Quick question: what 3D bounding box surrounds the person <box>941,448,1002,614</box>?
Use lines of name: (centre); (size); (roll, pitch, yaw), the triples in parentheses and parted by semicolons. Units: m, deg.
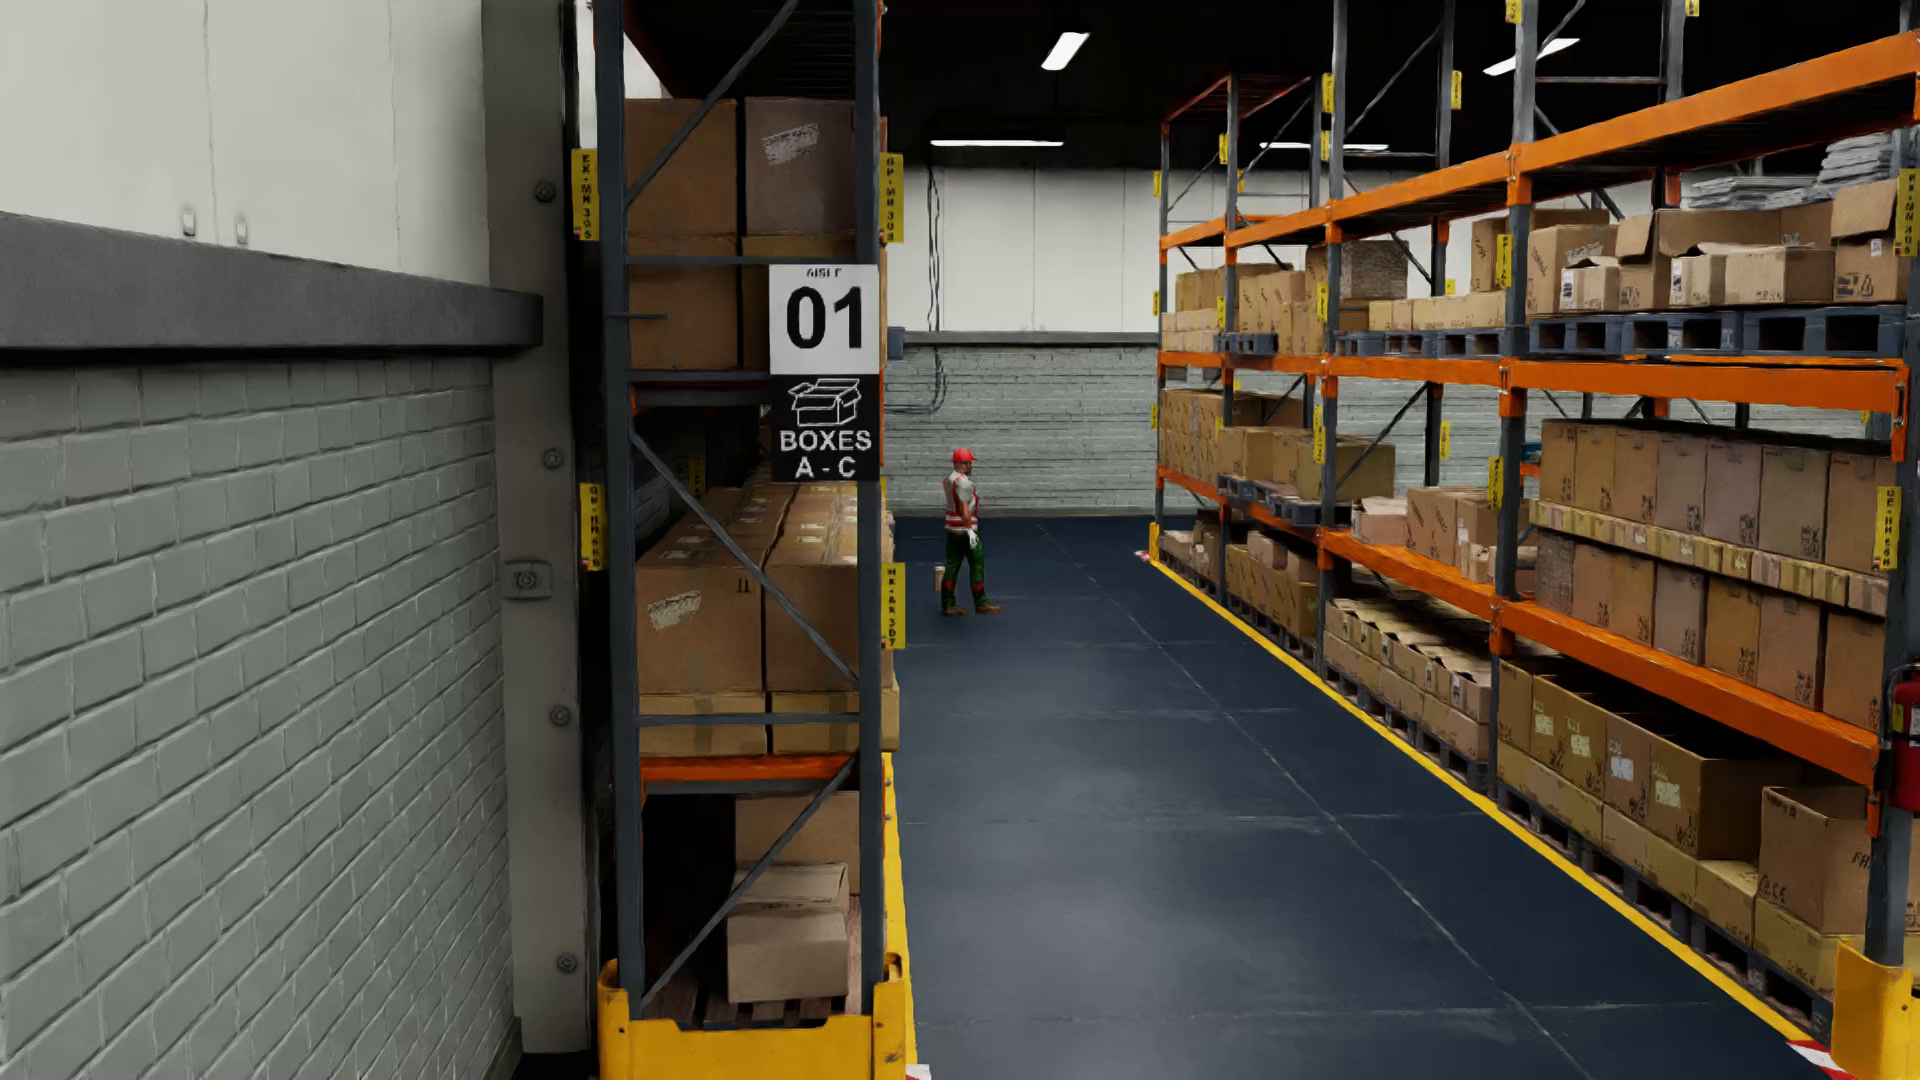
person: (0.115, -0.101, 17.905); (0.615, 1.786, 0.665); (-4, 8, -31)
